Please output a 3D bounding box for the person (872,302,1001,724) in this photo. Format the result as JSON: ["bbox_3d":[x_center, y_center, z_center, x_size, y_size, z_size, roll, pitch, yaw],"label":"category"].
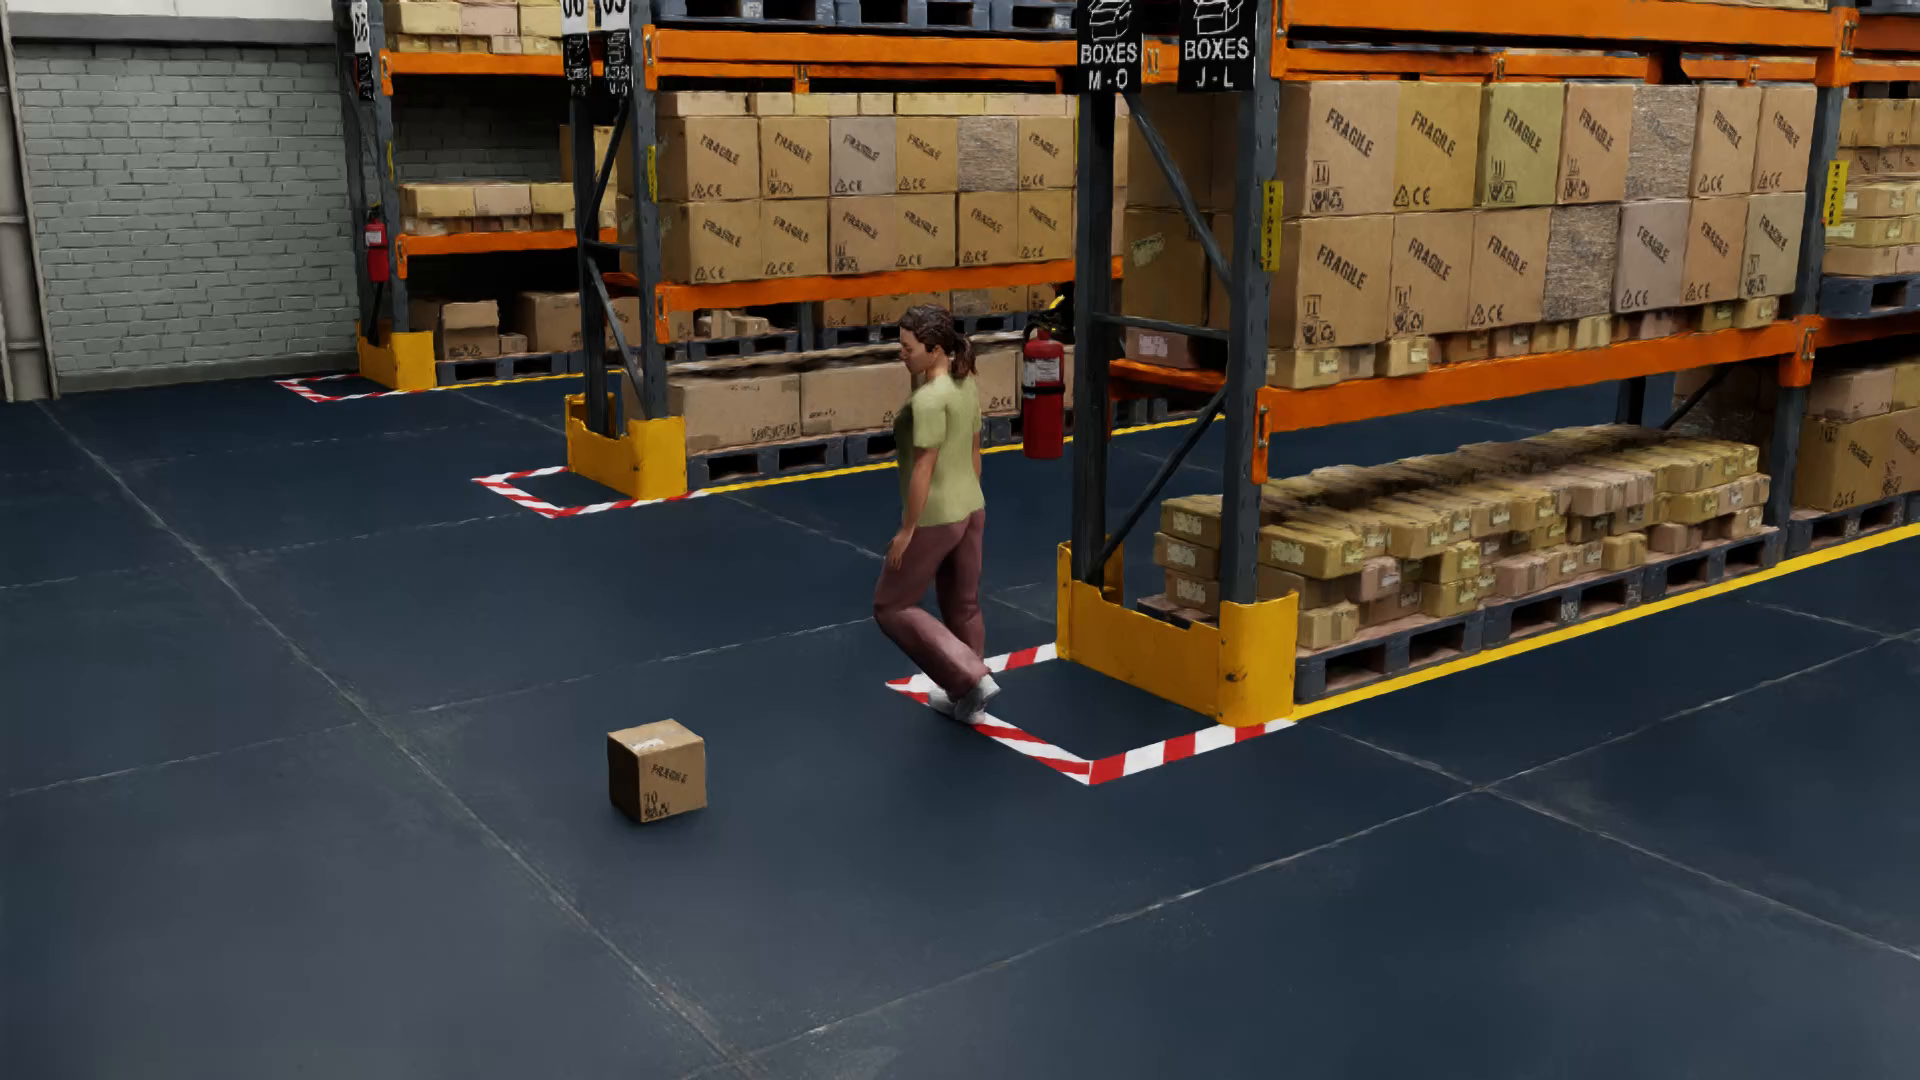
[{"bbox_3d":[-0.038,-0.058,6.215,0.503,1.653,0.535,8,16,27],"label":"person"}]
